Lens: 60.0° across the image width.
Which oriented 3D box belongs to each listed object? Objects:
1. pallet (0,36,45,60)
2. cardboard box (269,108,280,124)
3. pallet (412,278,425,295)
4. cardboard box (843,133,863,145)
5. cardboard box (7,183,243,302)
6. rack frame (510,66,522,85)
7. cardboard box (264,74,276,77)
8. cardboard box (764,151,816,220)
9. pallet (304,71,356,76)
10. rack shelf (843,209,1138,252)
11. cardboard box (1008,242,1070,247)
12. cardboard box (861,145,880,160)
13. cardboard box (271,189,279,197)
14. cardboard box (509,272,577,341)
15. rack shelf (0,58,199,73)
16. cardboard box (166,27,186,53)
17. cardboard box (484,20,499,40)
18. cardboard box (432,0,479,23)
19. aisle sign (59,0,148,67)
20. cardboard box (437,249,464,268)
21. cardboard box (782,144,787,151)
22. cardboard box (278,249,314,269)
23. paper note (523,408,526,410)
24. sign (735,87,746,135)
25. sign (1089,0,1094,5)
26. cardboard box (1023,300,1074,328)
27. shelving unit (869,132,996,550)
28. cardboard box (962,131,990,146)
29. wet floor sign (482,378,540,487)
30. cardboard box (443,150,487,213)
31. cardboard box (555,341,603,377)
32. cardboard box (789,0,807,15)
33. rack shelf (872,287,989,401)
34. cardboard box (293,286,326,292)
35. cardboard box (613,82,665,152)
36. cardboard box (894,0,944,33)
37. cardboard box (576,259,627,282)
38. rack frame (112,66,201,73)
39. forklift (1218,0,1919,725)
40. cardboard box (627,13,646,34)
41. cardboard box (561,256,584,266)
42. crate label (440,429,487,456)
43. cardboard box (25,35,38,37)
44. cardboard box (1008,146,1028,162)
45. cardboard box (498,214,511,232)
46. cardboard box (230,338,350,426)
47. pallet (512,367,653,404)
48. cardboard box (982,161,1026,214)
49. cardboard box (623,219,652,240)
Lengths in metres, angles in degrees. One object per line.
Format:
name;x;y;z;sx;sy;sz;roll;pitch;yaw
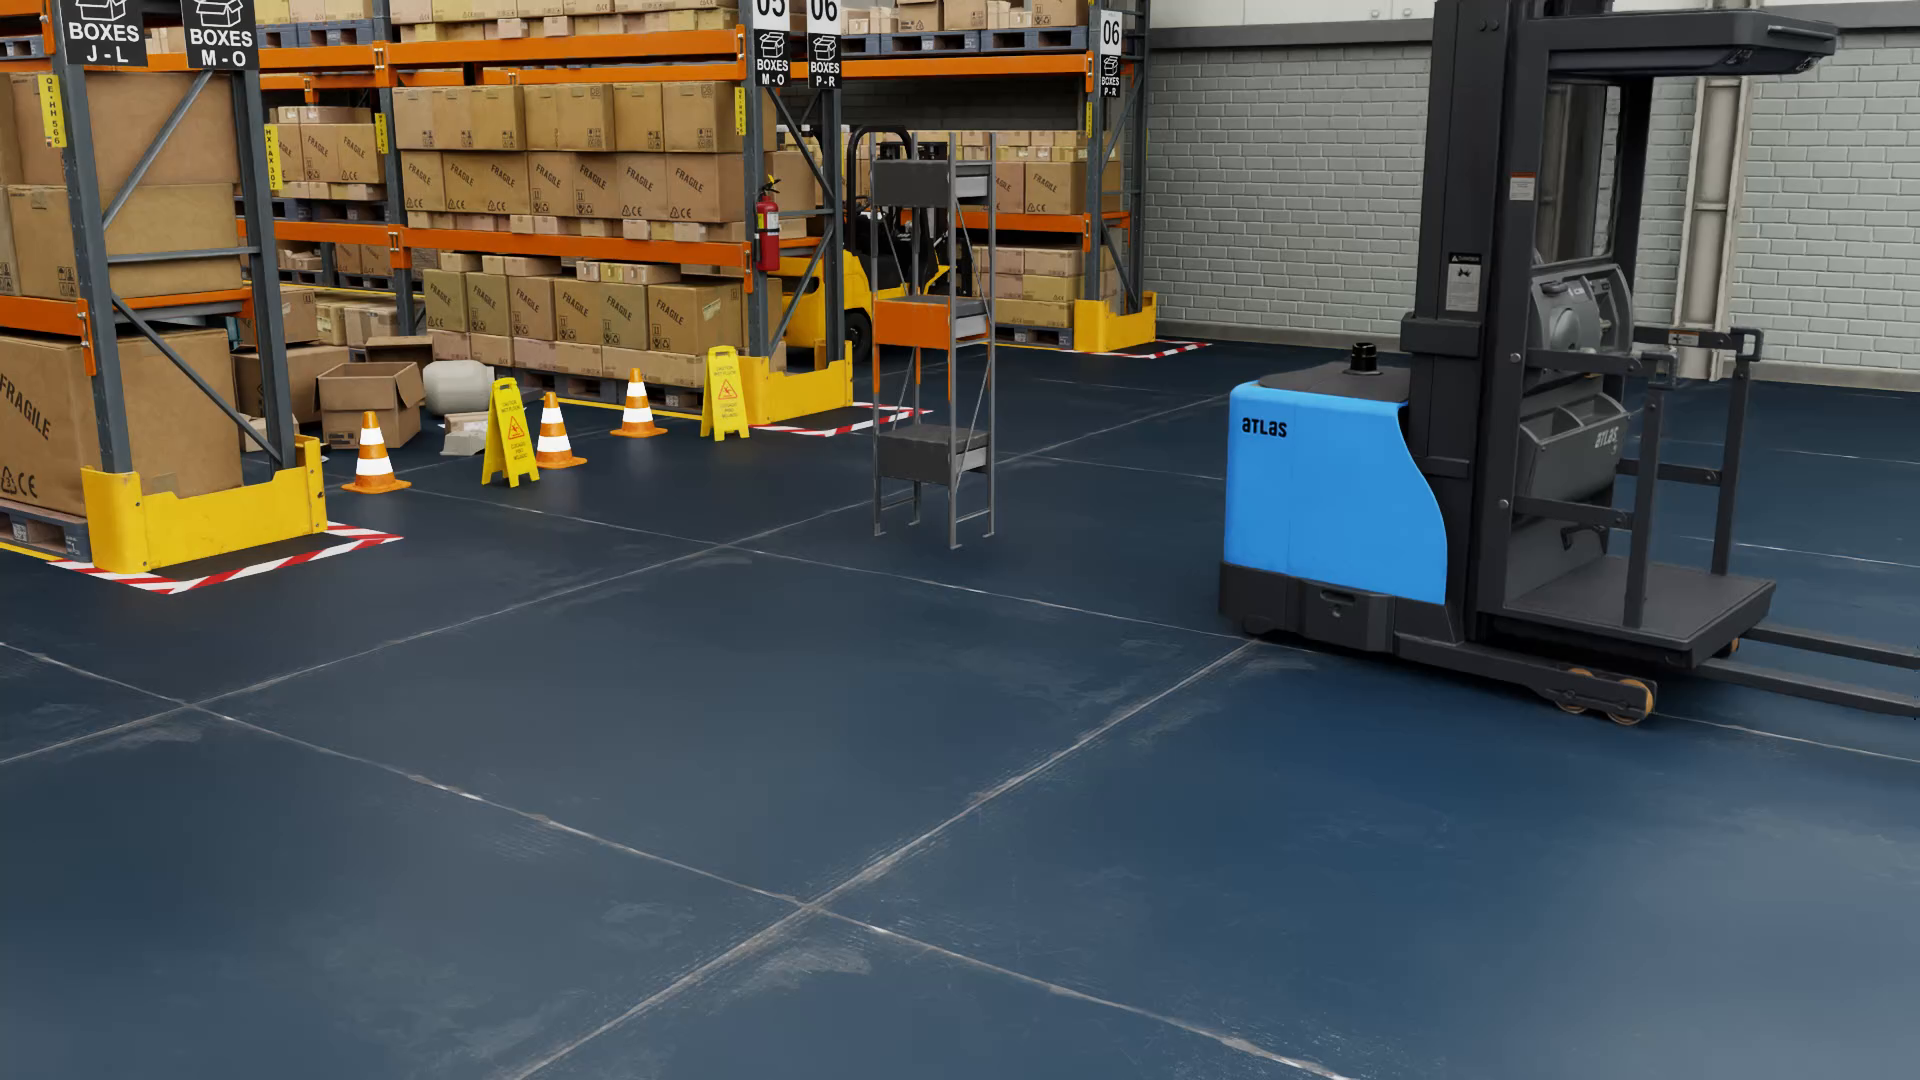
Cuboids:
pallet;-9.357;-5.087;17.280;1.213;0.211;1.003;10;17;35
cardboard box;-6.349;-4.046;15.873;0.250;0.149;0.380;8;16;30
pallet;-6.703;-3.405;22.140;1.213;0.211;1.003;9;17;33
cardboard box;-1.038;-4.252;17.582;0.250;0.149;0.380;10;17;34
cardboard box;-4.238;-1.537;8.479;0.550;0.550;0.875;9;17;33
rack frame;-5.097;-4.487;20.709;0.127;3.000;1.000;9;17;33
cardboard box;-9.298;-6.419;22.790;0.250;0.149;0.380;10;17;35
cardboard box;-1.464;-2.736;12.807;0.500;0.500;0.500;9;16;32
pallet;-7.914;-6.287;22.128;1.003;0.211;1.213;9;17;33
rack shelf;-0.118;-3.334;17.545;4.000;0.370;1.077;9;17;33
cardboard box;0.832;-2.938;17.215;0.500;0.250;0.500;9;17;33
cardboard box;-0.832;-4.072;17.473;0.250;0.149;0.380;9;17;32
cardboard box;-6.126;-3.252;15.368;0.250;0.149;0.380;9;16;31
cardboard box;-3.326;-1.922;13.632;0.500;0.500;0.500;10;17;36
rack shelf;-9.524;-4.872;17.518;4.000;0.370;1.077;9;17;33
cardboard box;-7.083;-4.873;15.815;0.500;0.500;0.700;9;17;33
cardboard box;-3.569;-4.067;13.291;0.250;0.149;0.380;9;16;31
cardboard box;-3.899;-4.308;13.433;0.500;0.250;0.500;9;17;32
aisle sign;-4.013;-2.616;7.740;0.004;0.787;0.394;9;17;33
cardboard box;-6.413;-3.631;21.575;0.500;0.500;0.500;10;17;35
cardboard box;-1.950;-4.404;18.815;0.250;0.149;0.380;9;16;32
cardboard box;-9.338;-3.965;23.412;0.258;0.266;0.396;10;17;35
paper note;-3.444;-1.013;12.852;0.148;0.019;0.142;3;14;14
sign;-1.552;-3.032;11.761;0.005;0.325;0.100;9;17;33
sign;1.227;-5.156;15.488;0.005;0.325;0.100;9;17;33
cardboard box;0.975;-2.284;16.655;0.500;0.250;0.500;9;17;33
shelving unit;-0.137;-1.041;8.661;0.503;2.100;0.431;9;17;33
cardboard box;0.229;-4.046;16.748;0.250;0.149;0.380;10;17;34
wet floor sign;-2.775;-0.672;10.195;0.232;0.644;0.267;6;15;23
cardboard box;-3.906;-2.977;13.778;0.500;0.500;0.500;9;17;33
cardboard box;-2.909;-1.488;13.442;0.500;0.250;0.500;8;16;31
cardboard box;-1.494;-4.073;12.483;0.500;0.250;0.500;9;16;32
rack shelf;-0.137;-1.028;8.664;0.480;0.518;0.431;9;17;33
cardboard box;-6.784;-2.250;16.267;0.625;0.372;0.950;9;16;32
cardboard box;-2.187;-3.197;12.588;0.500;0.500;0.700;9;17;33
cardboard box;-0.220;-5.427;16.966;0.637;0.503;0.797;10;17;35
cardboard box;-2.803;-2.134;13.138;0.250;0.149;0.380;10;17;35
rack frame;-7.864;-3.497;16.709;0.127;3.000;1.000;9;17;33
forklift;2.566;-0.888;6.310;3.031;2.935;1.130;12;18;39
cardboard box;-2.277;-3.867;12.483;0.250;0.149;0.380;9;17;33
cardboard box;-4.587;-3.452;20.595;0.625;0.625;0.875;10;17;35
crate label;-3.327;-0.661;11.210;0.298;0.136;0.250;1;14;4
cardboard box;-9.202;-5.207;16.778;0.258;0.266;0.396;9;16;31
cardboard box;0.688;-3.844;16.551;0.250;0.149;0.380;10;17;34
cardboard box;-3.562;-2.610;13.647;0.250;0.149;0.380;9;17;33
cardboard box;-4.877;-1.133;12.071;0.503;0.637;0.797;9;17;33
pallet;-2.951;-1.361;13.881;1.213;0.211;1.003;9;17;33
cardboard box;0.561;-3.548;16.706;0.500;0.500;0.500;10;17;35
cardboard box;-2.359;-2.389;12.754;0.250;0.149;0.380;10;17;34
